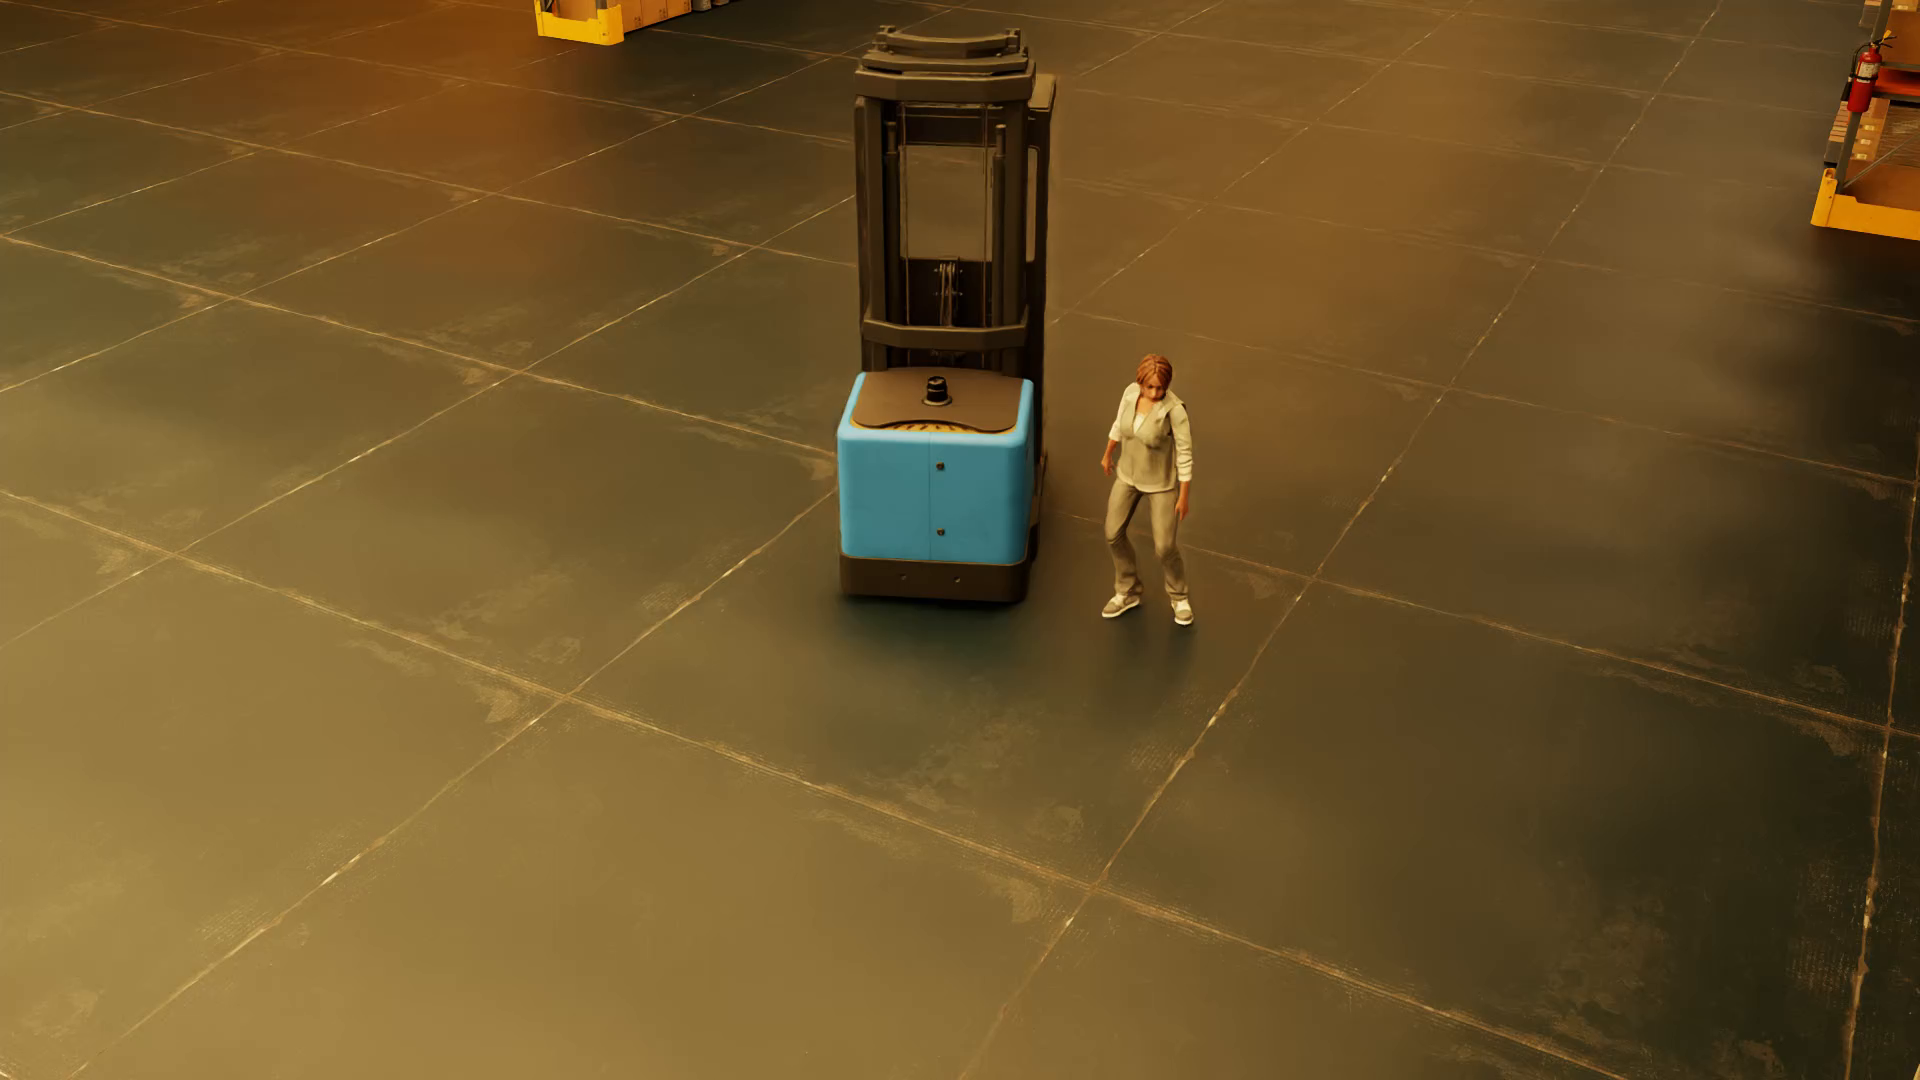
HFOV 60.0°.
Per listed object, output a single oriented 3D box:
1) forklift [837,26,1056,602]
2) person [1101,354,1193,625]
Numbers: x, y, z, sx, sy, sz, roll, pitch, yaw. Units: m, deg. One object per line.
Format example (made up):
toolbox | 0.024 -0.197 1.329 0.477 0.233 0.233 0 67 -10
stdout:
forklift | -0.021 -1.634 9.901 1.130 2.935 3.031 3 30 5
person | 0.989 -0.292 8.964 0.686 1.552 0.429 22 37 33
